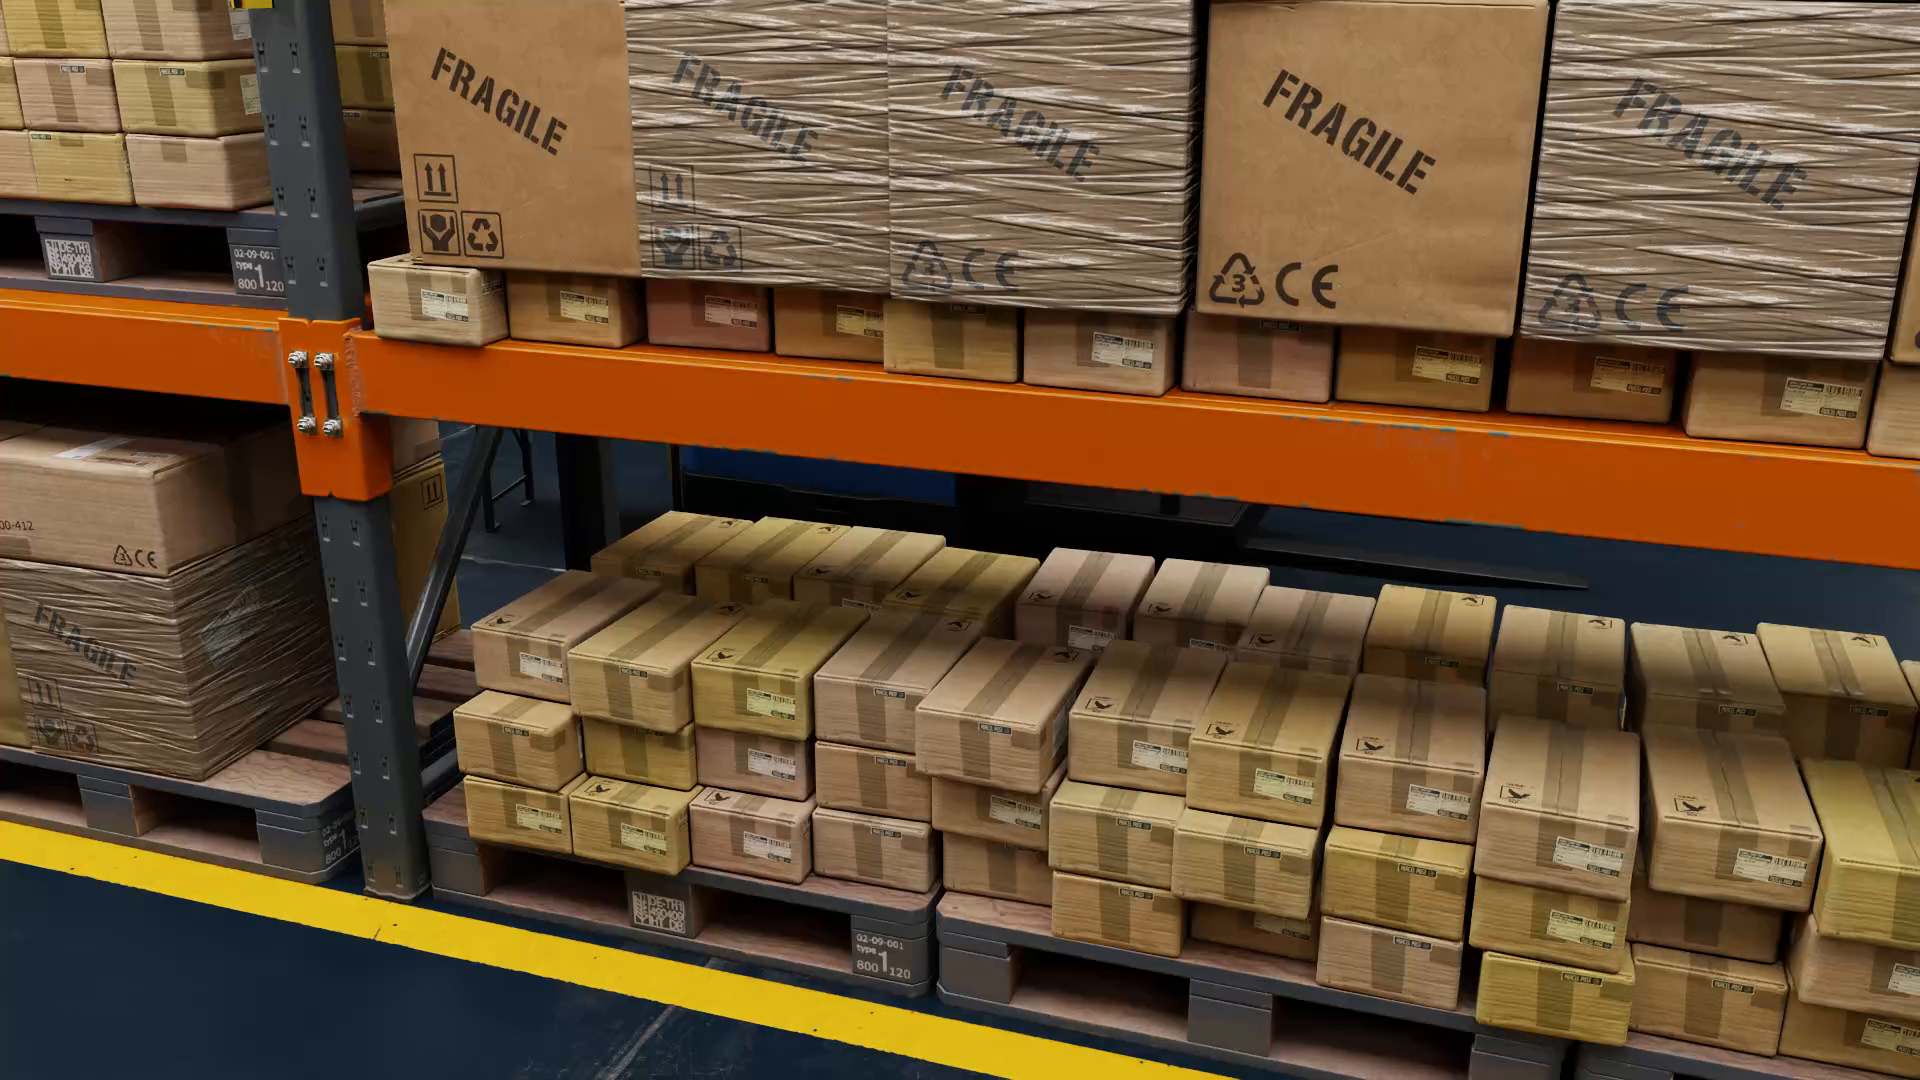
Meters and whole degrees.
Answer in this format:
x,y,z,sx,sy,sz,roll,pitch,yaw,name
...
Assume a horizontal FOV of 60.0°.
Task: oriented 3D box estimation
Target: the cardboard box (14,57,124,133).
x,y,z,sx,sy,sz,roll,pitch,yaw,name
-1.815,-0.990,3.650,0.250,0.149,0.380,7,20,18,cardboard box

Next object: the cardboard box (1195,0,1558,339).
x,y,z,sx,sy,sz,roll,pitch,yaw,name
0.710,-0.650,2.781,0.500,0.500,0.500,8,21,21,cardboard box

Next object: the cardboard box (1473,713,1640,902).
x,y,z,sx,sy,sz,roll,pitch,yaw,name
1.069,0.468,2.967,0.250,0.149,0.380,7,21,20,cardboard box

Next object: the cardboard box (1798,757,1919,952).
x,y,z,sx,sy,sz,roll,pitch,yaw,name
1.565,0.527,2.796,0.250,0.149,0.380,6,20,17,cardboard box

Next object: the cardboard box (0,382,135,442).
x,y,z,sx,sy,sz,roll,pitch,yaw,name
-2.393,-0.194,4.095,0.500,0.250,0.500,8,21,21,cardboard box

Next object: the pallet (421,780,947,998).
x,y,z,sx,sy,sz,roll,pitch,yaw,name
-0.479,0.618,3.982,1.213,0.211,1.003,7,20,18,pallet

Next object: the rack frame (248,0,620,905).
x,y,z,sx,sy,sz,roll,pitch,yaw,name
-1.125,-0.760,3.699,0.127,3.000,1.000,7,20,18,rack frame

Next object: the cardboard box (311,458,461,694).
x,y,z,sx,sy,sz,roll,pitch,yaw,name
-1.736,0.060,4.507,0.500,0.500,0.500,7,21,20,cardboard box

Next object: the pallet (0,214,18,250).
x,y,z,sx,sy,sz,roll,pitch,yaw,name
-3.020,-0.900,4.394,1.213,0.211,1.003,7,20,18,pallet

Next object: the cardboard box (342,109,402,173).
x,y,z,sx,sy,sz,roll,pitch,yaw,name
-1.346,-1.025,4.204,0.250,0.149,0.380,6,20,15,cardboard box

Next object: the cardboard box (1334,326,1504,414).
x,y,z,sx,sy,sz,roll,pitch,yaw,name
0.809,-0.347,2.896,0.250,0.149,0.380,7,20,19,cardboard box

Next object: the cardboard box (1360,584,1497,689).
x,y,z,sx,sy,sz,roll,pitch,yaw,name
1.020,0.241,3.618,0.250,0.149,0.380,7,20,19,cardboard box

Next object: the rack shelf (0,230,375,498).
x,y,z,sx,sy,sz,roll,pitch,yaw,name
-3.014,-0.636,4.438,4.000,0.370,1.077,7,20,18,rack shelf

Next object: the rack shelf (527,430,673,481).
x,y,z,sx,sy,sz,roll,pitch,yaw,name
-1.351,-0.473,6.145,0.720,0.370,0.431,3,19,9,rack shelf

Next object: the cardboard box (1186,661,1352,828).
x,y,z,sx,sy,sz,roll,pitch,yaw,name
0.600,0.385,3.203,0.250,0.149,0.380,7,20,18,cardboard box

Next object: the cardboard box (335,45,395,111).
x,y,z,sx,sy,sz,roll,pitch,yaw,name
-1.346,-1.166,4.155,0.250,0.149,0.380,7,20,19,cardboard box

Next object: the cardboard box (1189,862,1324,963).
x,y,z,sx,sy,sz,roll,pitch,yaw,name
0.625,0.659,3.321,0.250,0.149,0.380,7,20,20,cardboard box

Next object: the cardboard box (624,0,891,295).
x,y,z,sx,sy,sz,roll,pitch,yaw,name
-0.270,-0.765,3.109,0.500,0.500,0.500,7,20,18,cardboard box

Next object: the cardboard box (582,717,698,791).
x,y,z,sx,sy,sz,roll,pitch,yaw,name
-0.619,0.385,3.655,0.250,0.149,0.380,7,20,18,cardboard box

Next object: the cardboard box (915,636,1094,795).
x,y,z,sx,sy,sz,roll,pitch,yaw,name
0.095,0.343,3.325,0.250,0.149,0.380,7,20,19,cardboard box

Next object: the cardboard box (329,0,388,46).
x,y,z,sx,sy,sz,roll,pitch,yaw,name
-1.346,-1.306,4.106,0.250,0.149,0.380,8,21,21,cardboard box

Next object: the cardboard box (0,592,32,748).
x,y,z,sx,sy,sz,roll,pitch,yaw,name
-2.392,0.165,4.206,0.500,0.500,0.500,6,20,17,cardboard box

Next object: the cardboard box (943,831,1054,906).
x,y,z,sx,sy,sz,roll,pitch,yaw,name
0.138,0.597,3.501,0.250,0.149,0.380,6,20,16,cardboard box

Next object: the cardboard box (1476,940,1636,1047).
x,y,z,sx,sy,sz,roll,pitch,yaw,name
1.091,0.746,3.073,0.250,0.149,0.380,6,20,16,cardboard box

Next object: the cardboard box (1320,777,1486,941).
x,y,z,sx,sy,sz,roll,pitch,yaw,name
0.840,0.570,3.125,0.250,0.149,0.380,8,21,21,cardboard box

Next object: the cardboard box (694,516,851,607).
x,y,z,sx,sy,sz,roll,pitch,yaw,name
-0.449,0.080,4.080,0.250,0.149,0.380,7,20,19,cardboard box

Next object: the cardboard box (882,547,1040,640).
x,y,z,sx,sy,sz,roll,pitch,yaw,name
0.008,0.157,3.859,0.250,0.149,0.380,7,20,20,cardboard box

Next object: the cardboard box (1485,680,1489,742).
x,y,z,sx,sy,sz,roll,pitch,yaw,name
0.984,0.420,3.555,0.250,0.149,0.380,8,21,21,cardboard box

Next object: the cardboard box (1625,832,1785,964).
x,y,z,sx,sy,sz,roll,pitch,yaw,name
1.349,0.595,3.055,0.250,0.149,0.380,6,20,17,cardboard box

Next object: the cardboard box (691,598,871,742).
x,y,z,sx,sy,sz,roll,pitch,yaw,name
-0.372,0.269,3.537,0.250,0.149,0.380,6,20,17,cardboard box

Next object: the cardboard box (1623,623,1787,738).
x,y,z,sx,sy,sz,roll,pitch,yaw,name
1.513,0.316,3.401,0.250,0.149,0.380,6,20,15,cardboard box

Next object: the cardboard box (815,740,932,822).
x,y,z,sx,sy,sz,roll,pitch,yaw,name
-0.123,0.431,3.525,0.250,0.149,0.380,5,20,15,cardboard box

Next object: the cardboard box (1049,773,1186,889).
x,y,z,sx,sy,sz,roll,pitch,yaw,name
0.346,0.515,3.284,0.250,0.149,0.380,6,20,18,cardboard box

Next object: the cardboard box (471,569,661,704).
x,y,z,sx,sy,sz,roll,pitch,yaw,name
-0.868,0.209,3.710,0.250,0.149,0.380,7,21,20,cardboard box

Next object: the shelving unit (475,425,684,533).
x,y,z,sx,sy,sz,roll,pitch,yaw,name
-1.351,-0.781,6.038,0.755,1.500,0.431,3,19,9,shelving unit

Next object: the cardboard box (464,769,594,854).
x,y,z,sx,sy,sz,roll,pitch,yaw,name
-0.887,0.527,3.700,0.250,0.149,0.380,6,20,16,cardboard box

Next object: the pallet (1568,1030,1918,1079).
x,y,z,sx,sy,sz,roll,pitch,yaw,name
1.826,0.882,3.226,1.213,0.211,1.003,7,20,18,pallet

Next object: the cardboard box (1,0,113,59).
x,y,z,sx,sy,sz,roll,pitch,yaw,name
-1.823,-1.132,3.607,0.250,0.149,0.380,6,20,16,cardboard box

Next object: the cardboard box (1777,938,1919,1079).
x,y,z,sx,sy,sz,roll,pitch,yaw,name
1.590,0.776,2.985,0.250,0.149,0.380,6,20,18,cardboard box

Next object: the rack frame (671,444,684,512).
x,y,z,sx,sy,sz,roll,pitch,yaw,name
-0.990,-0.761,5.980,0.023,1.500,0.400,3,19,9,rack frame

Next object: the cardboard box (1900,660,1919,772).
x,y,z,sx,sy,sz,roll,pitch,yaw,name
1.970,0.384,3.206,0.250,0.149,0.380,7,20,19,cardboard box

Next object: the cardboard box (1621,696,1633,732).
x,y,z,sx,sy,sz,roll,pitch,yaw,name
1.535,0.436,3.511,0.250,0.149,0.380,7,20,20,cardboard box

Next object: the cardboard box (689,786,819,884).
x,y,z,sx,sy,sz,roll,pitch,yaw,name
-0.383,0.567,3.587,0.250,0.149,0.380,6,20,18,cardboard box

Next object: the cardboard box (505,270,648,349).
x,y,z,sx,sy,sz,roll,pitch,yaw,name
-0.697,-0.504,3.347,0.250,0.149,0.380,7,20,20,cardboard box

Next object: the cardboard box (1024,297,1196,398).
x,y,z,sx,sy,sz,roll,pitch,yaw,name
0.295,-0.382,2.996,0.250,0.149,0.380,7,21,20,cardboard box

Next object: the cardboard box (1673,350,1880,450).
x,y,z,sx,sy,sz,roll,pitch,yaw,name
1.300,-0.276,2.691,0.250,0.149,0.380,6,20,16,cardboard box

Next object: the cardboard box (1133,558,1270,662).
x,y,z,sx,sy,sz,roll,pitch,yaw,name
0.552,0.182,3.785,0.250,0.149,0.380,6,20,16,cardboard box

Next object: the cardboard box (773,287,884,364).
x,y,z,sx,sy,sz,roll,pitch,yaw,name
-0.173,-0.461,3.222,0.250,0.149,0.380,6,20,16,cardboard box

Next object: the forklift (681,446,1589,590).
x,y,z,sx,sy,sz,roll,pitch,yaw,name
0.588,-1.310,5.381,3.031,2.935,1.130,7,20,20,forklift

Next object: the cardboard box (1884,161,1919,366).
x,y,z,sx,sy,sz,roll,pitch,yaw,name
1.659,-0.541,2.468,0.500,0.500,0.500,6,20,17,cardboard box

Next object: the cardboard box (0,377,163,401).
x,y,z,sx,sy,sz,roll,pitch,yaw,name
-2.240,-0.351,4.546,0.500,0.250,0.500,7,20,20,cardboard box

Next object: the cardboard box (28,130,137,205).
x,y,z,sx,sy,sz,roll,pitch,yaw,name
-1.811,-0.849,3.698,0.250,0.149,0.380,7,20,18,cardboard box
